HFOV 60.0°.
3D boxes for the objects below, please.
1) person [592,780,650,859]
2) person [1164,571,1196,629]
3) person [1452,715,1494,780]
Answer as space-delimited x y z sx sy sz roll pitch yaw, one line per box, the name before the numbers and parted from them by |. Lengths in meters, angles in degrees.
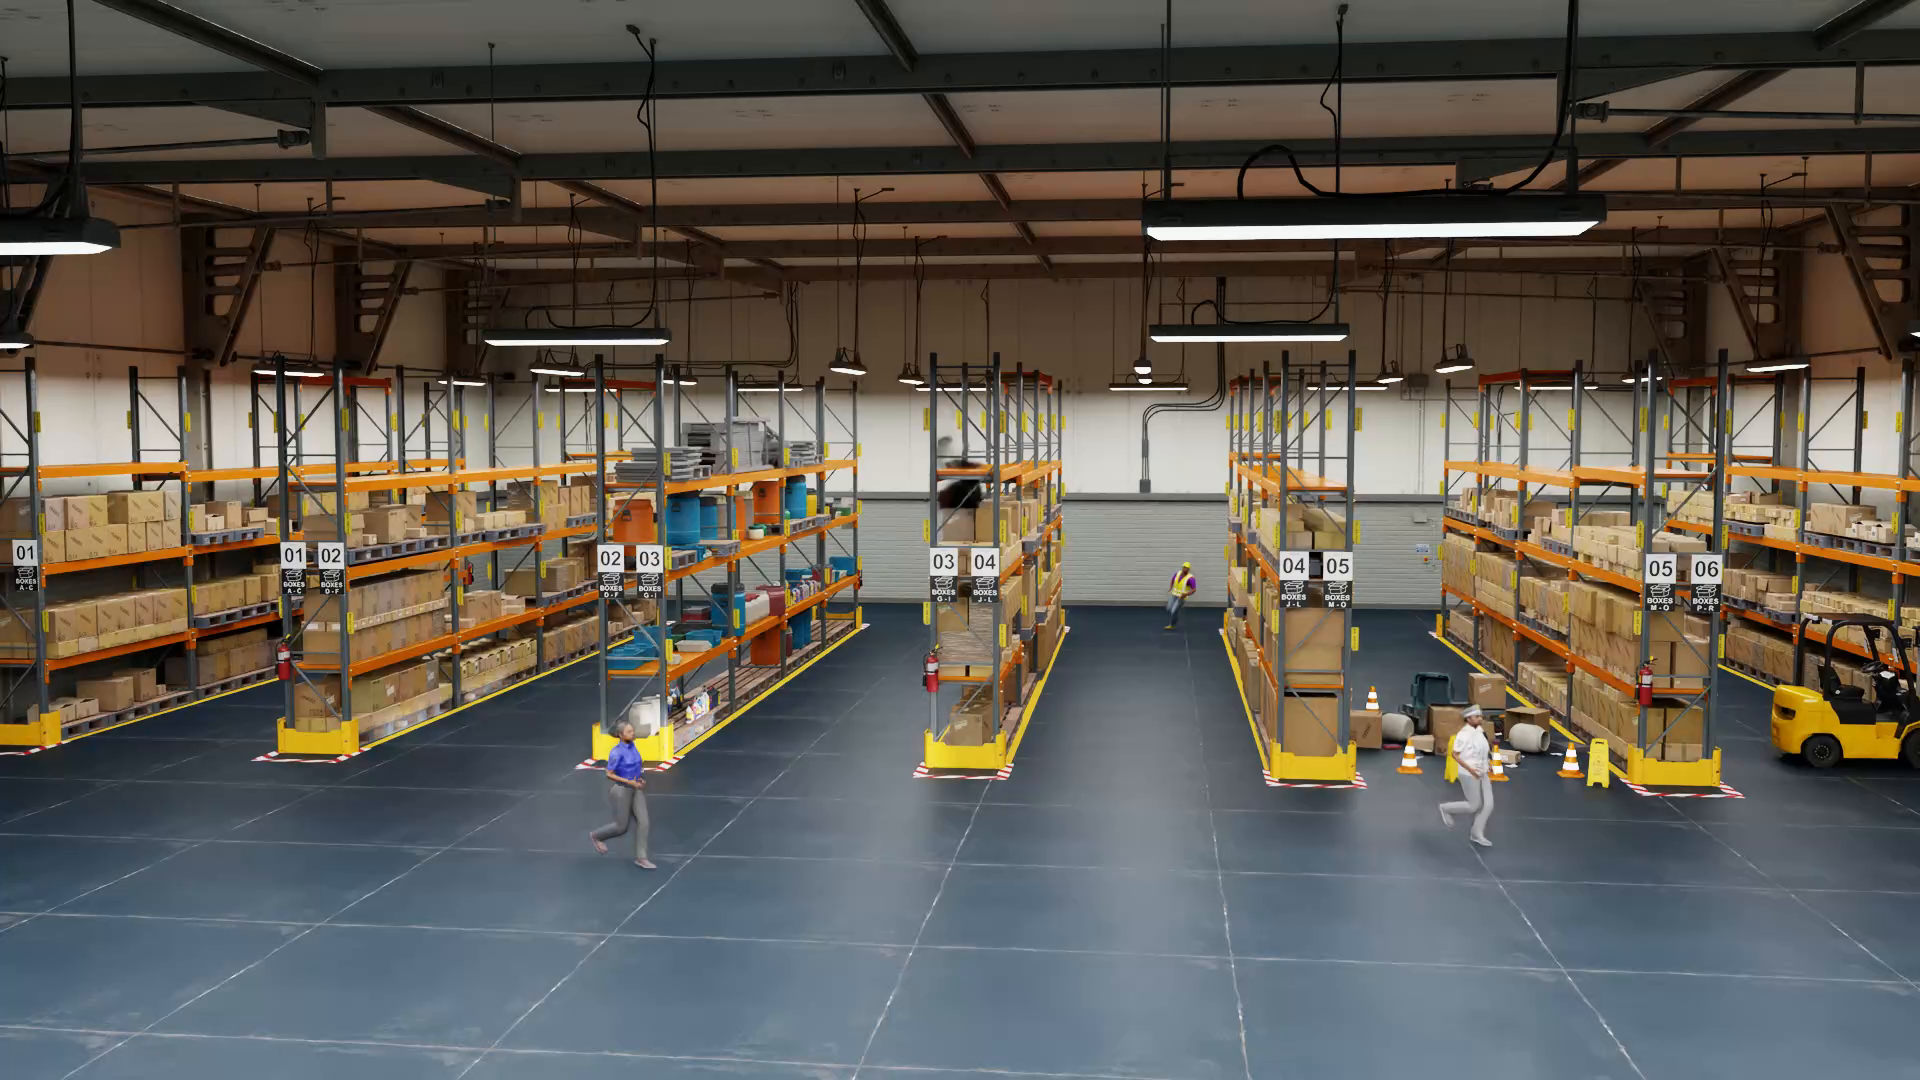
person | -3.818 3.135 18.780 0.679 0.929 0.367 2 5 27
person | 5.281 1.461 40.026 0.872 1.421 0.352 3 5 38
person | 6.151 2.401 19.792 0.584 0.812 0.392 -3 5 -39
